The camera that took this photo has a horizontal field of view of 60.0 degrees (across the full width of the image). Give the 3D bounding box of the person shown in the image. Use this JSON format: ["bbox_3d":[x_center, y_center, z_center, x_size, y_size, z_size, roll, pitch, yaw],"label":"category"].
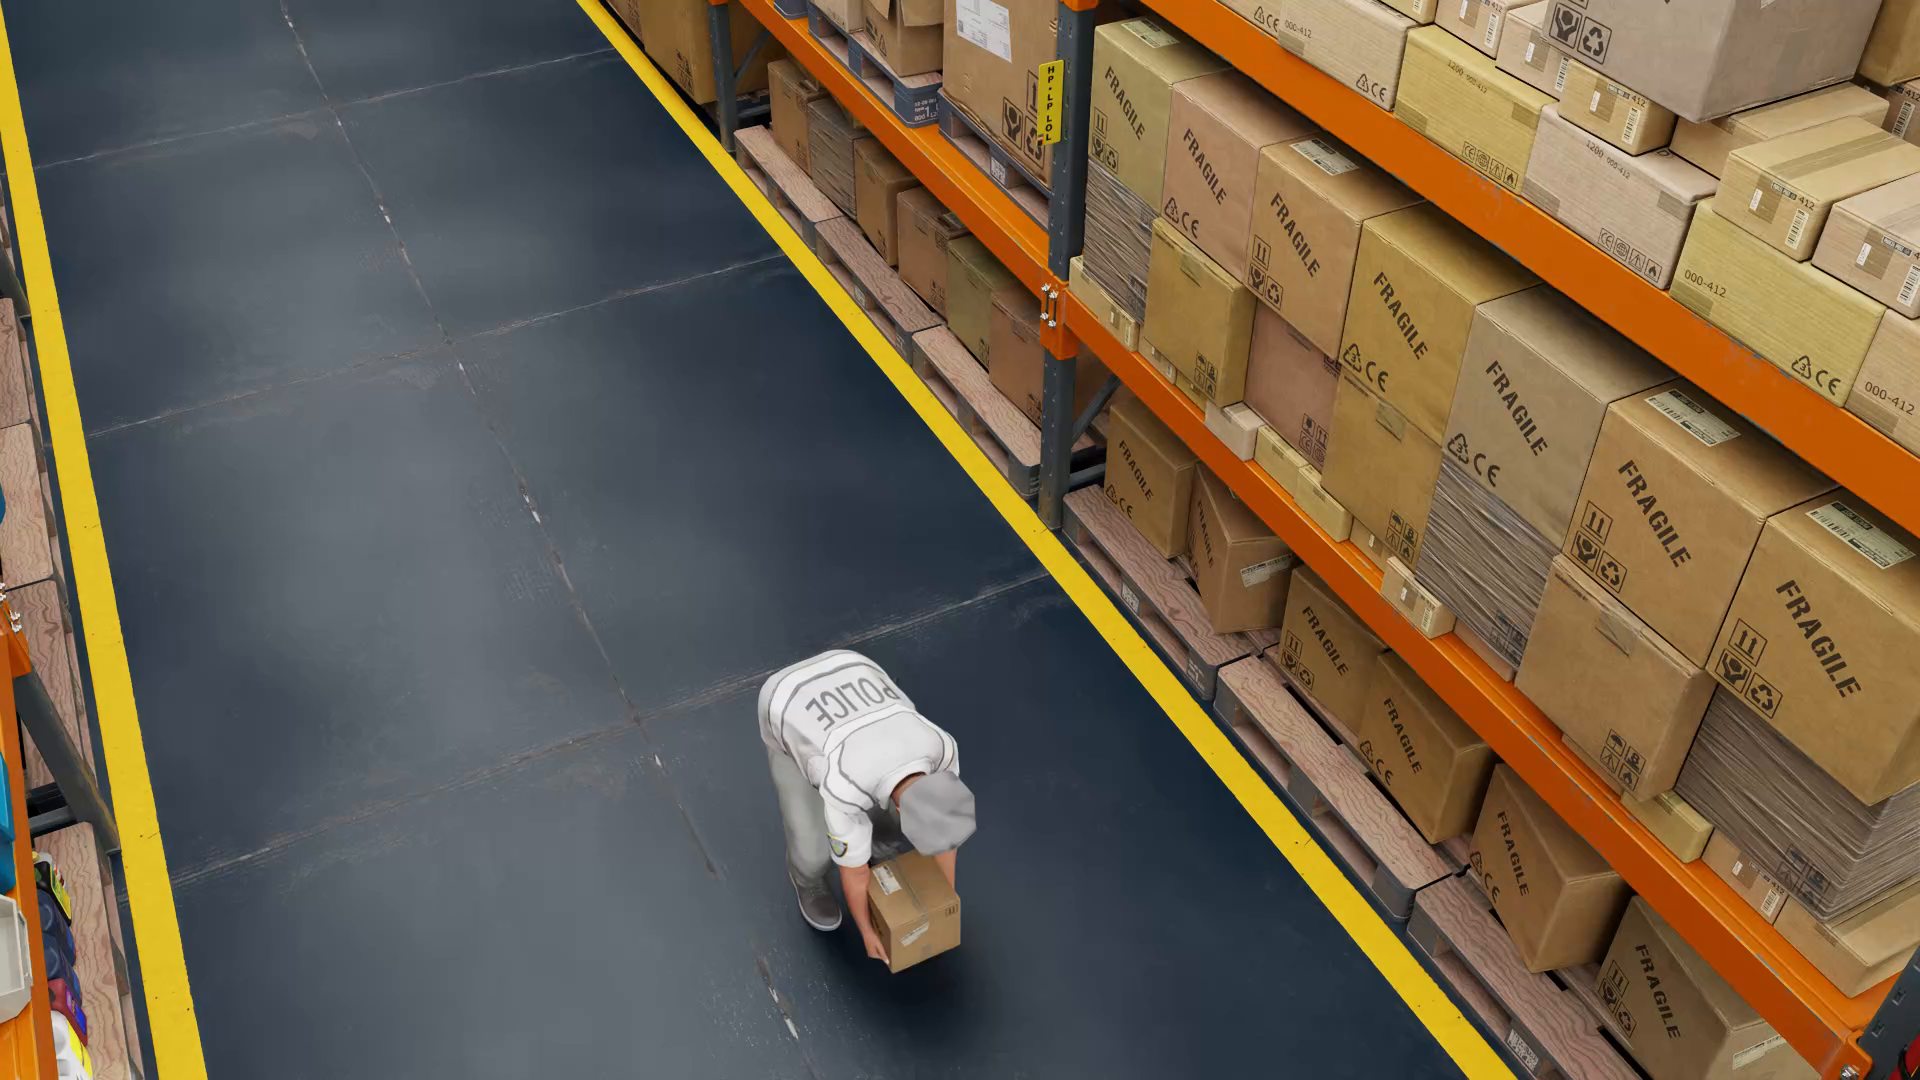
[{"bbox_3d":[-0.296,0.939,5.549,0.530,1.130,1.032,-21,45,-22],"label":"person"}]
